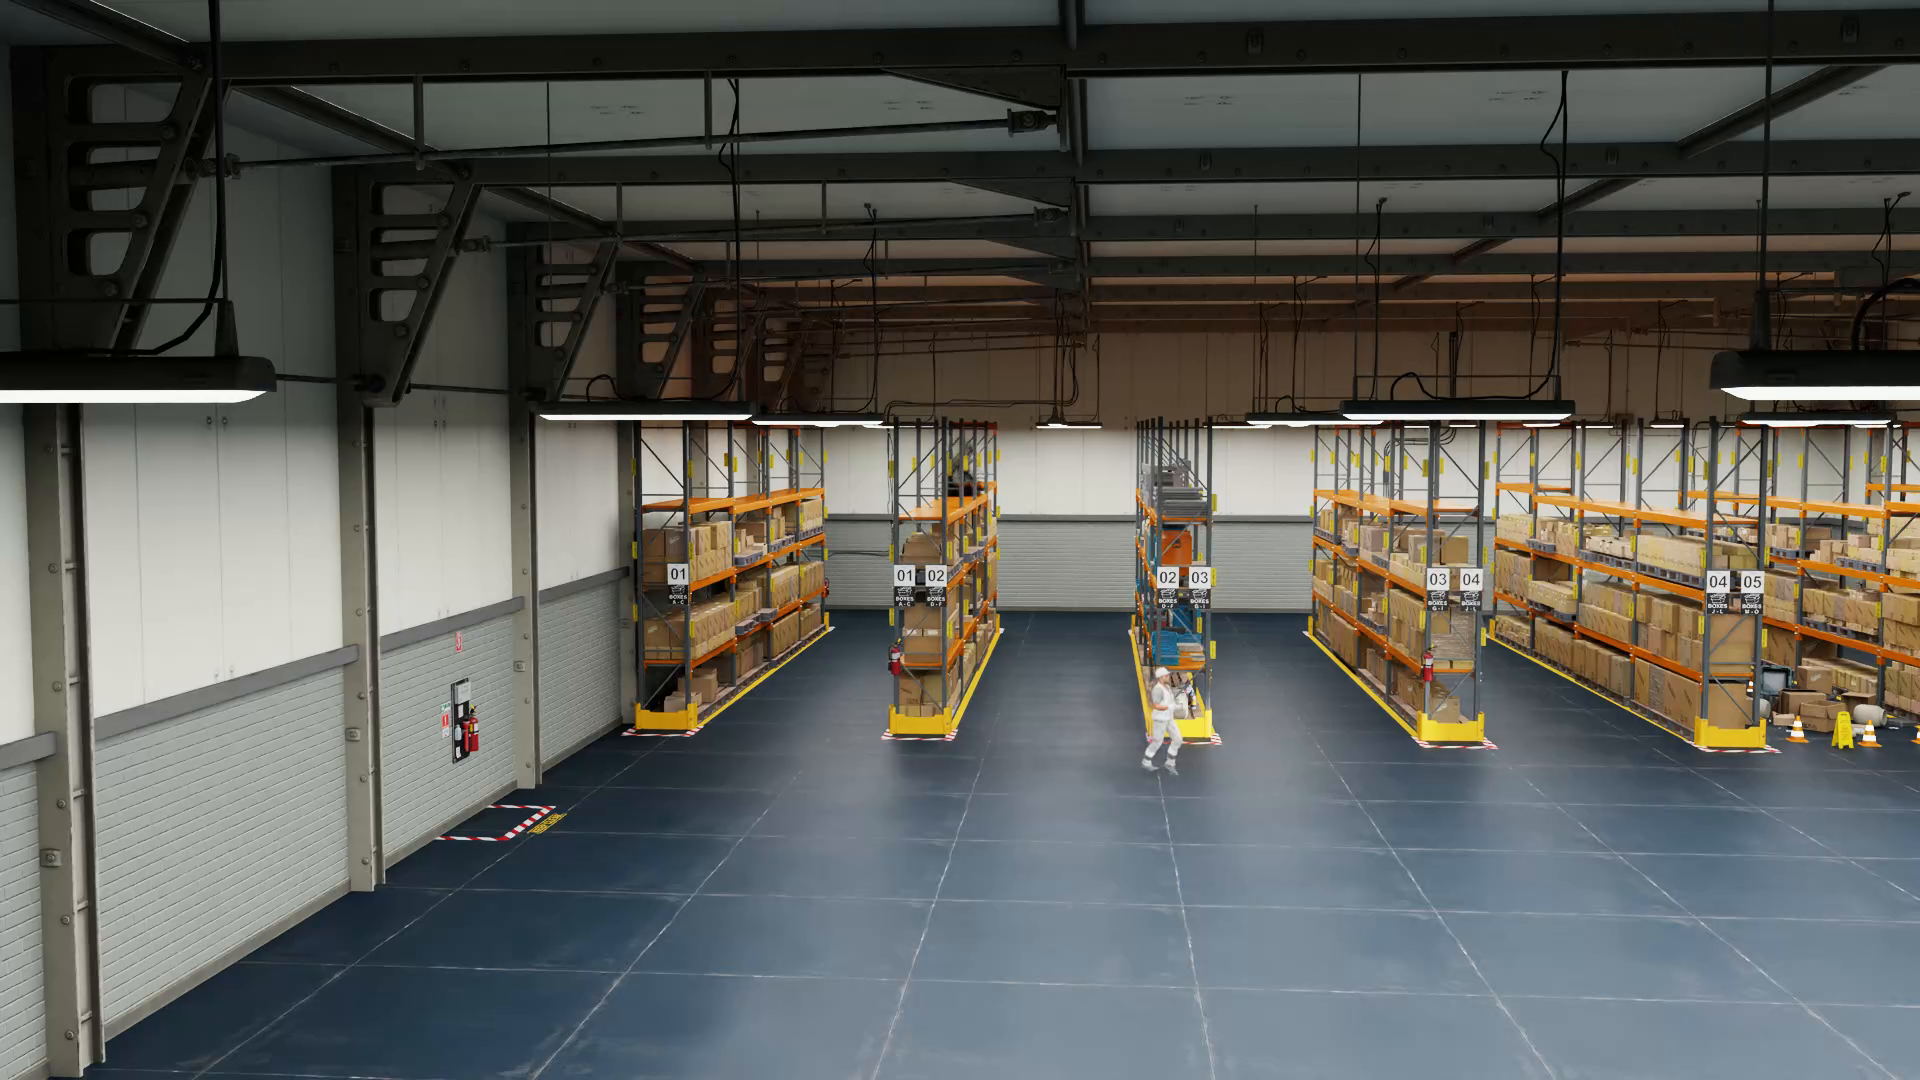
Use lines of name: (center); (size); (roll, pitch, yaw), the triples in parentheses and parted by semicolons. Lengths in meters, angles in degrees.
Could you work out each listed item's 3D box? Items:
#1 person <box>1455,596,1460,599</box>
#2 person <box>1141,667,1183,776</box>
person: (14.069, 1.827, 47.083); (0.923, 1.720, 0.789); (-3, 5, -36)
person: (3.379, 3.030, 27.653); (0.764, 1.836, 0.630); (2, 4, 34)
